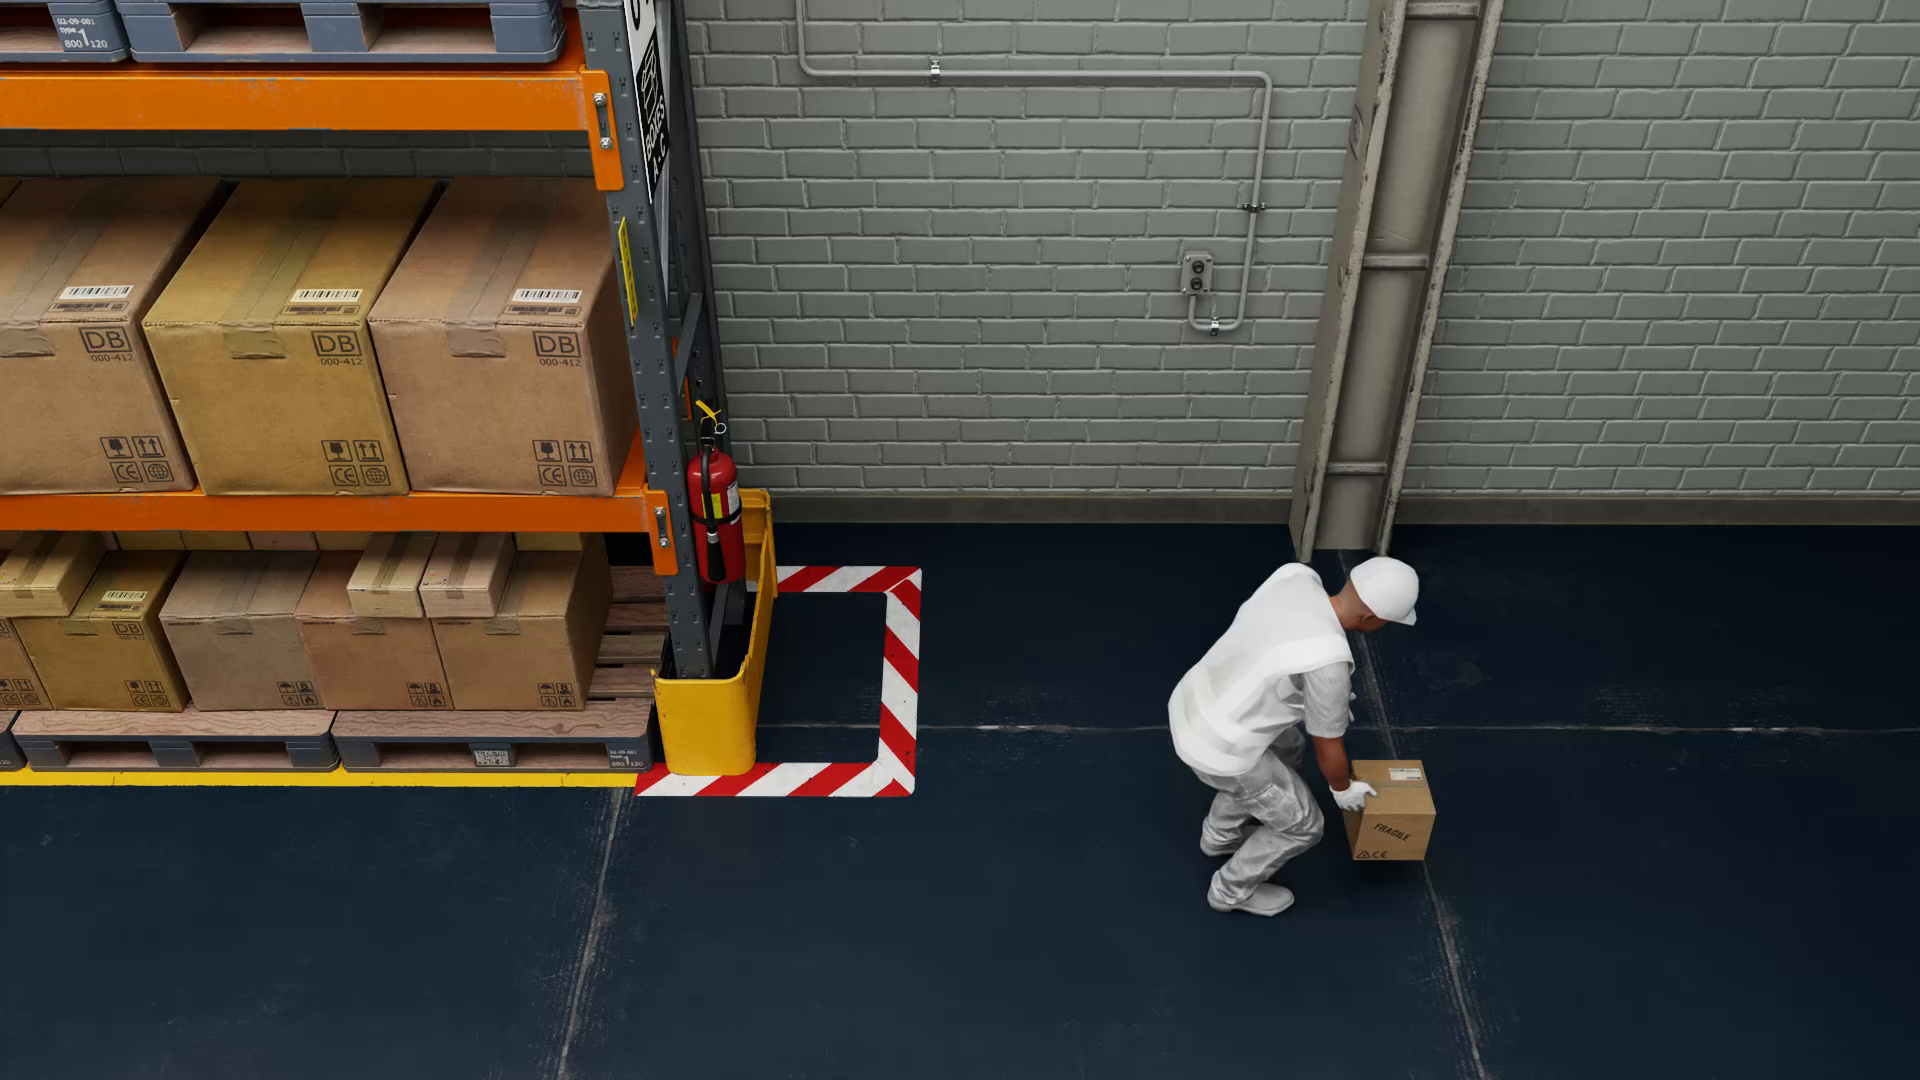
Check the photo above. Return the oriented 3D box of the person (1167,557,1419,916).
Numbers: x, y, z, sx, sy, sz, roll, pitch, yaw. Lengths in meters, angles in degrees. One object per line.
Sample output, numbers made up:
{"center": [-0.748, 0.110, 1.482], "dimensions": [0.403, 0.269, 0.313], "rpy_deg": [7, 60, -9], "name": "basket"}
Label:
{"center": [1.083, 0.628, 5.641], "dimensions": [0.755, 1.441, 0.612], "rpy_deg": [0, 39, 0], "name": "person"}
